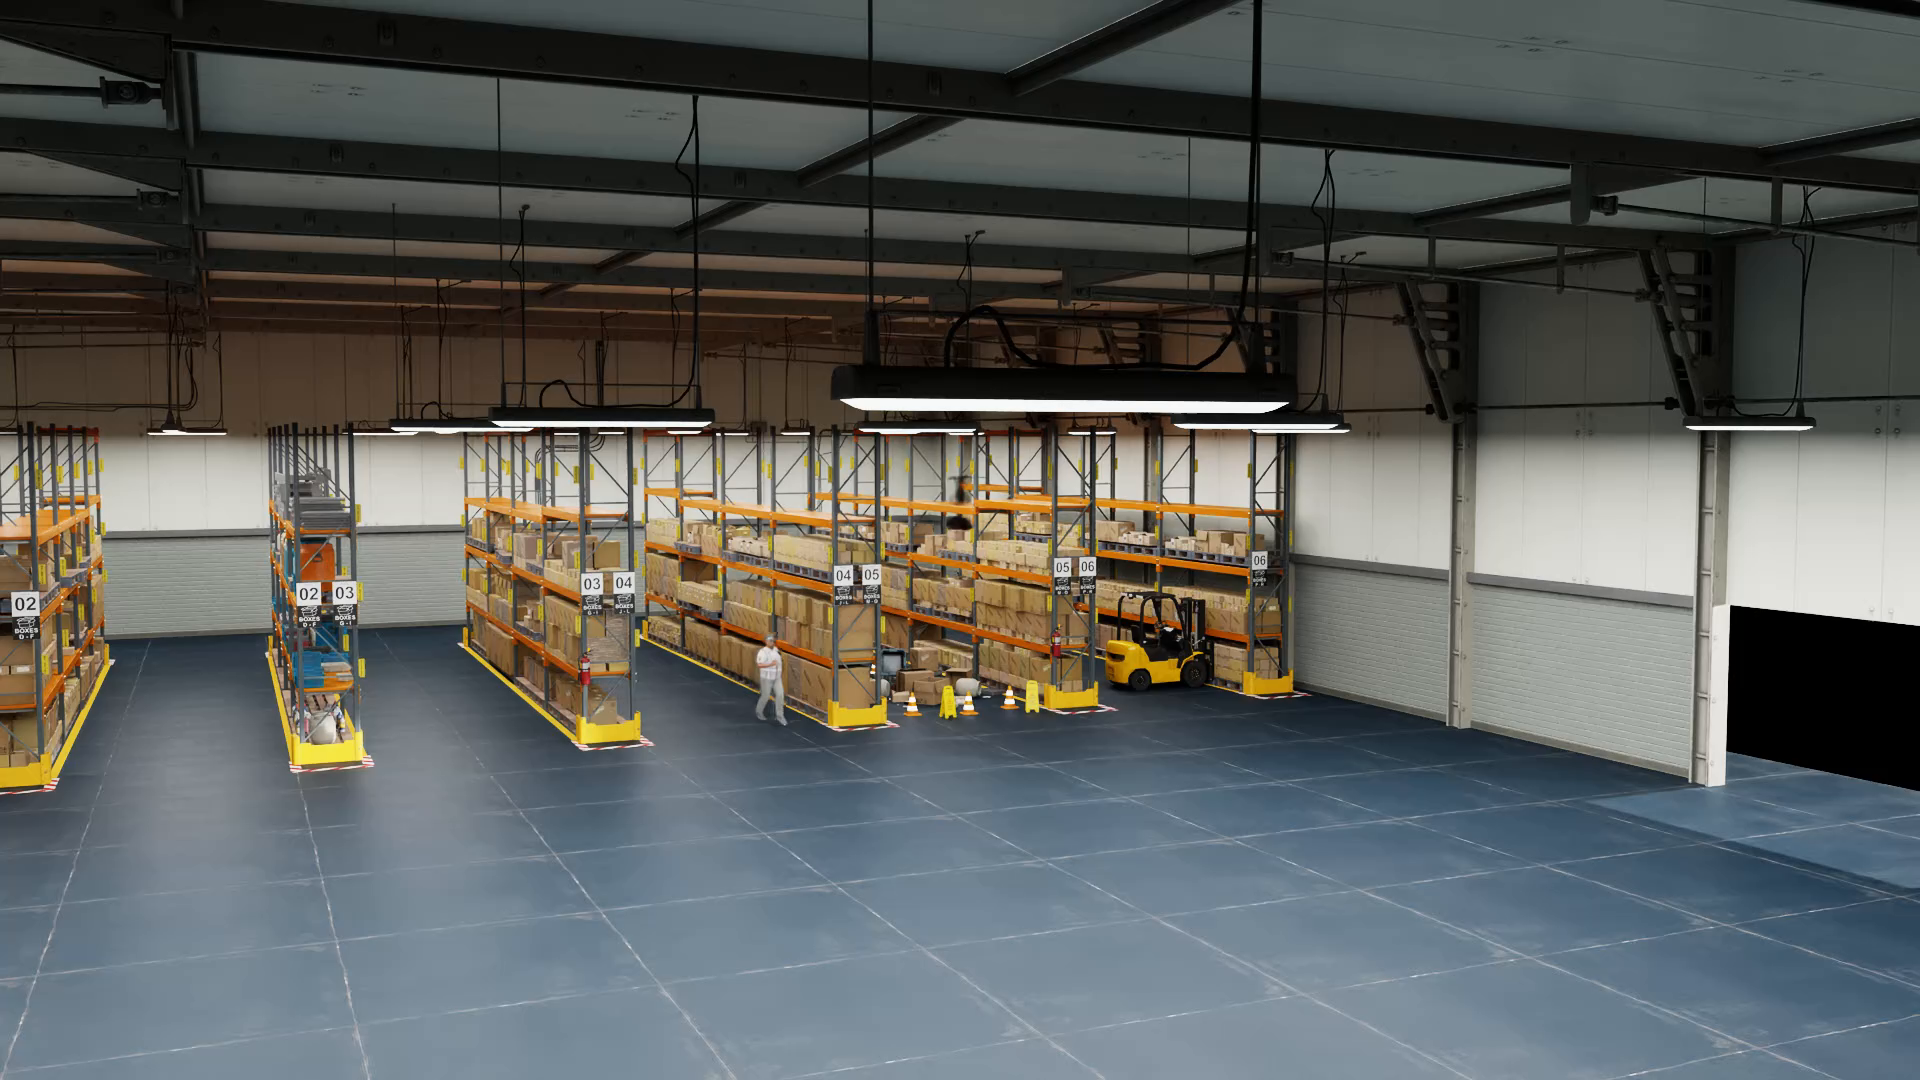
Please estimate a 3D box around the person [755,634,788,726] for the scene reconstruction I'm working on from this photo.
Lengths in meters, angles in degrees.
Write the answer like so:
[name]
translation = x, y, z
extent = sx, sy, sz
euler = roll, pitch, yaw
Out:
[person]
translation = -3.814, 2.783, 33.396
extent = 0.651, 1.827, 0.859
euler = -3, 5, -40
